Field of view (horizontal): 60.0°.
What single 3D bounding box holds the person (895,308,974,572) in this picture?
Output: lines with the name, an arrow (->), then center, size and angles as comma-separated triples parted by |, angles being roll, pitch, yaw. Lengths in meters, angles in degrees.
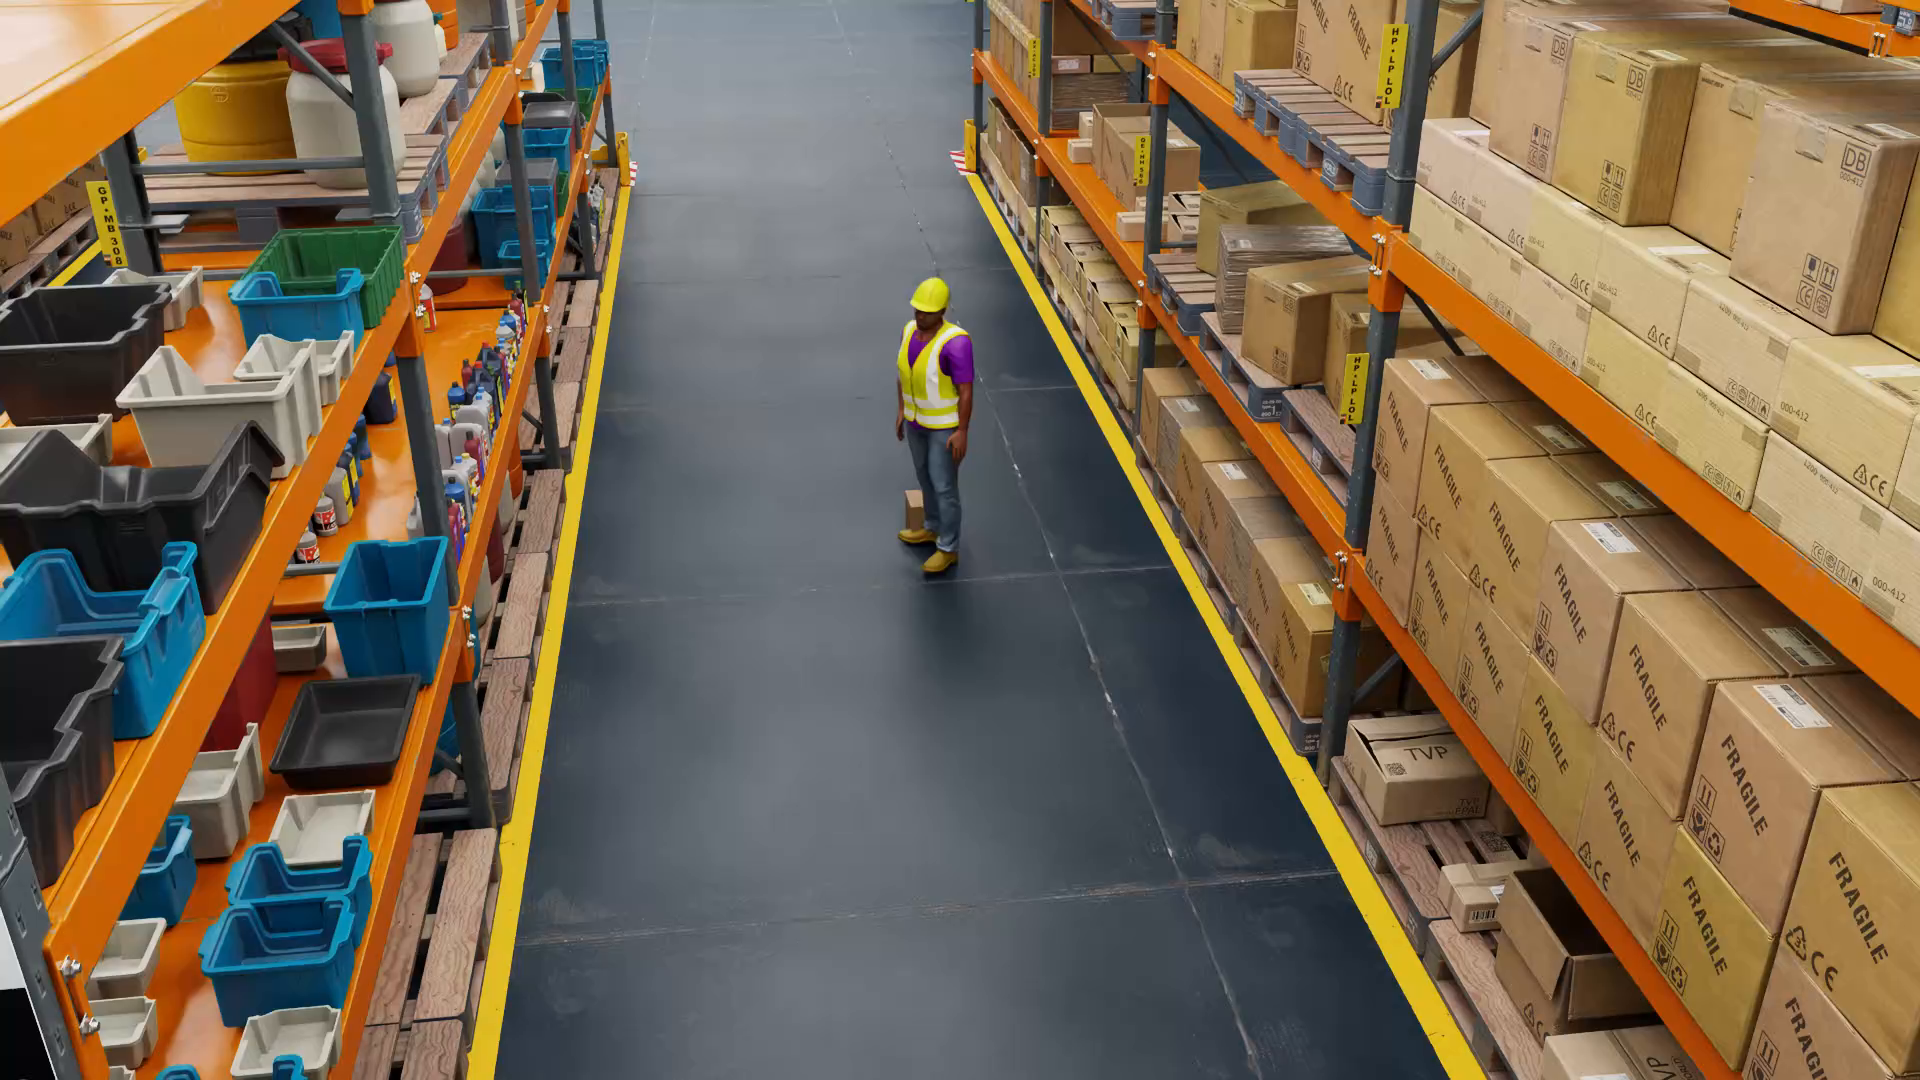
person -> -0.176, -0.682, 9.907 | 0.441, 1.729, 0.631 | -20, 33, -34
